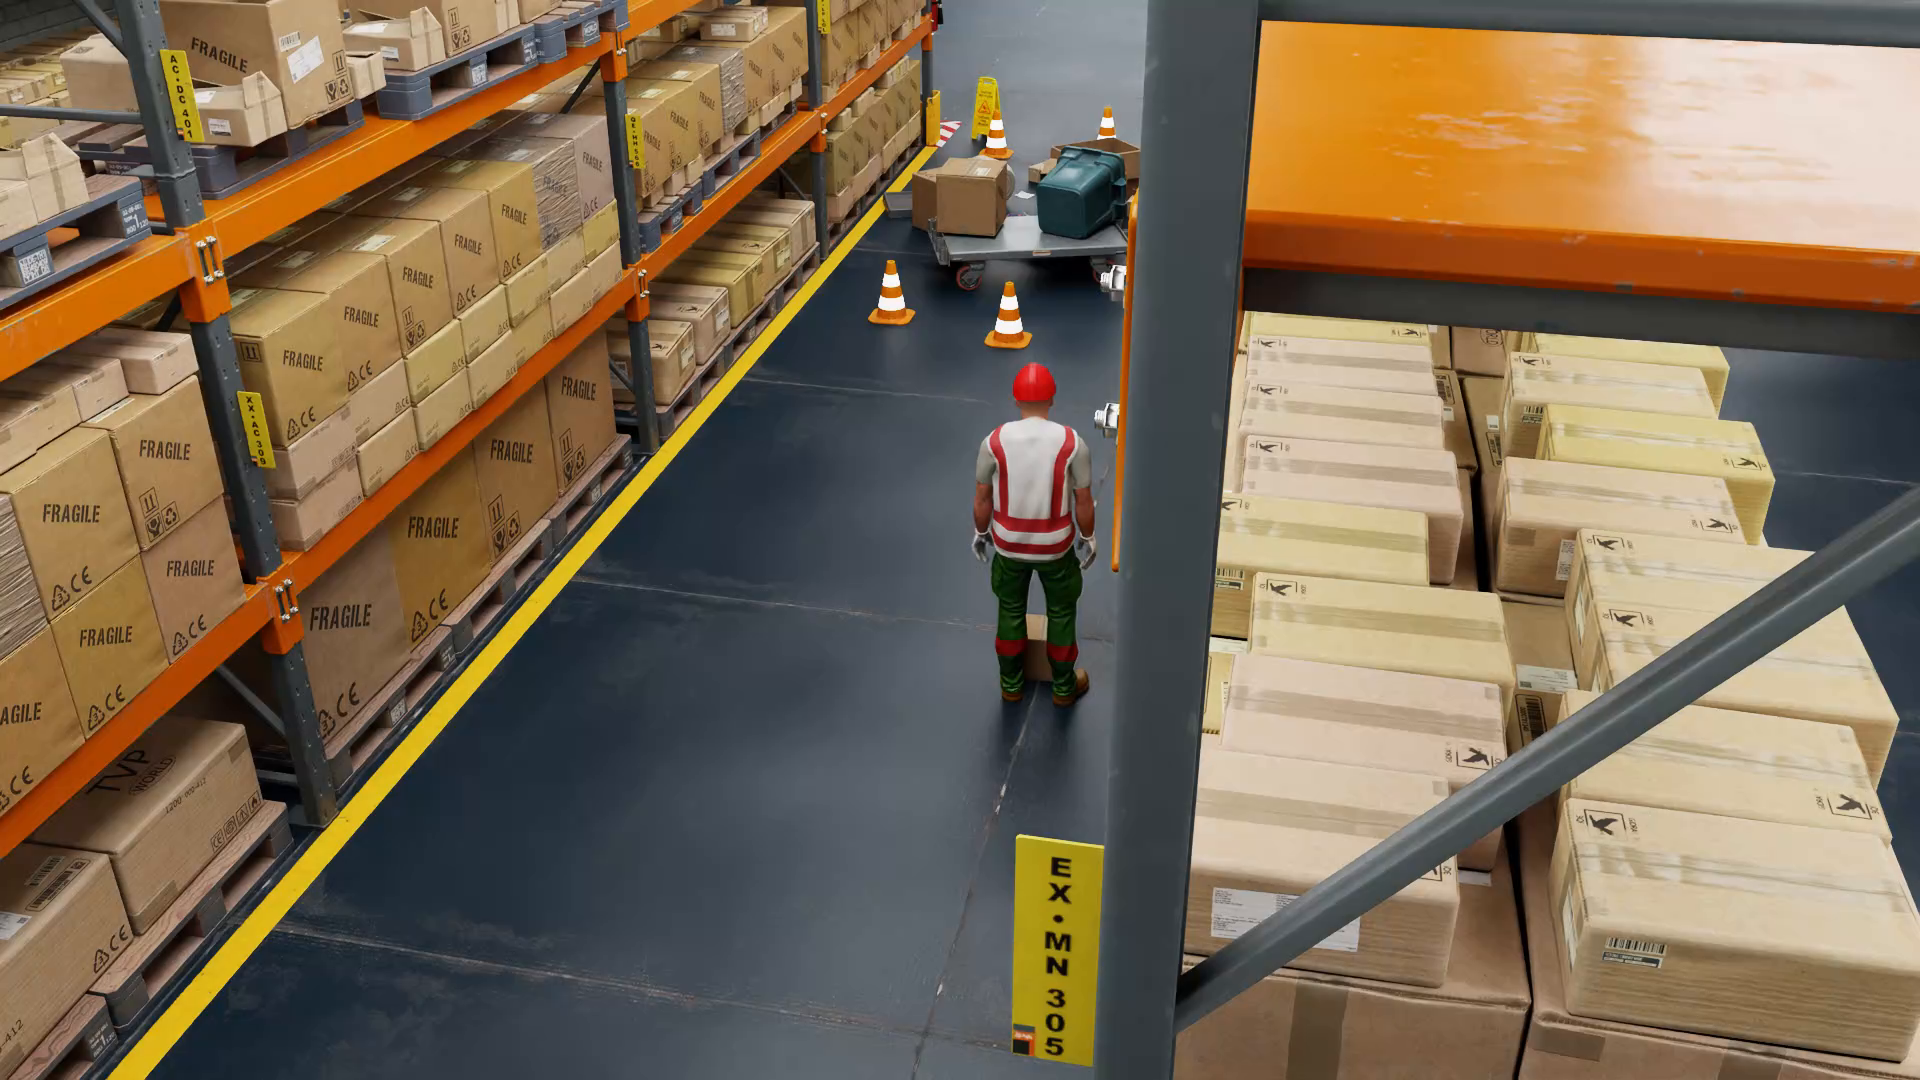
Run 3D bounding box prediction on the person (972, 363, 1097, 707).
[{"bbox_3d":[0.364,-0.003,8.118,0.616,1.775,0.453,4,29,8],"label":"person"}]
